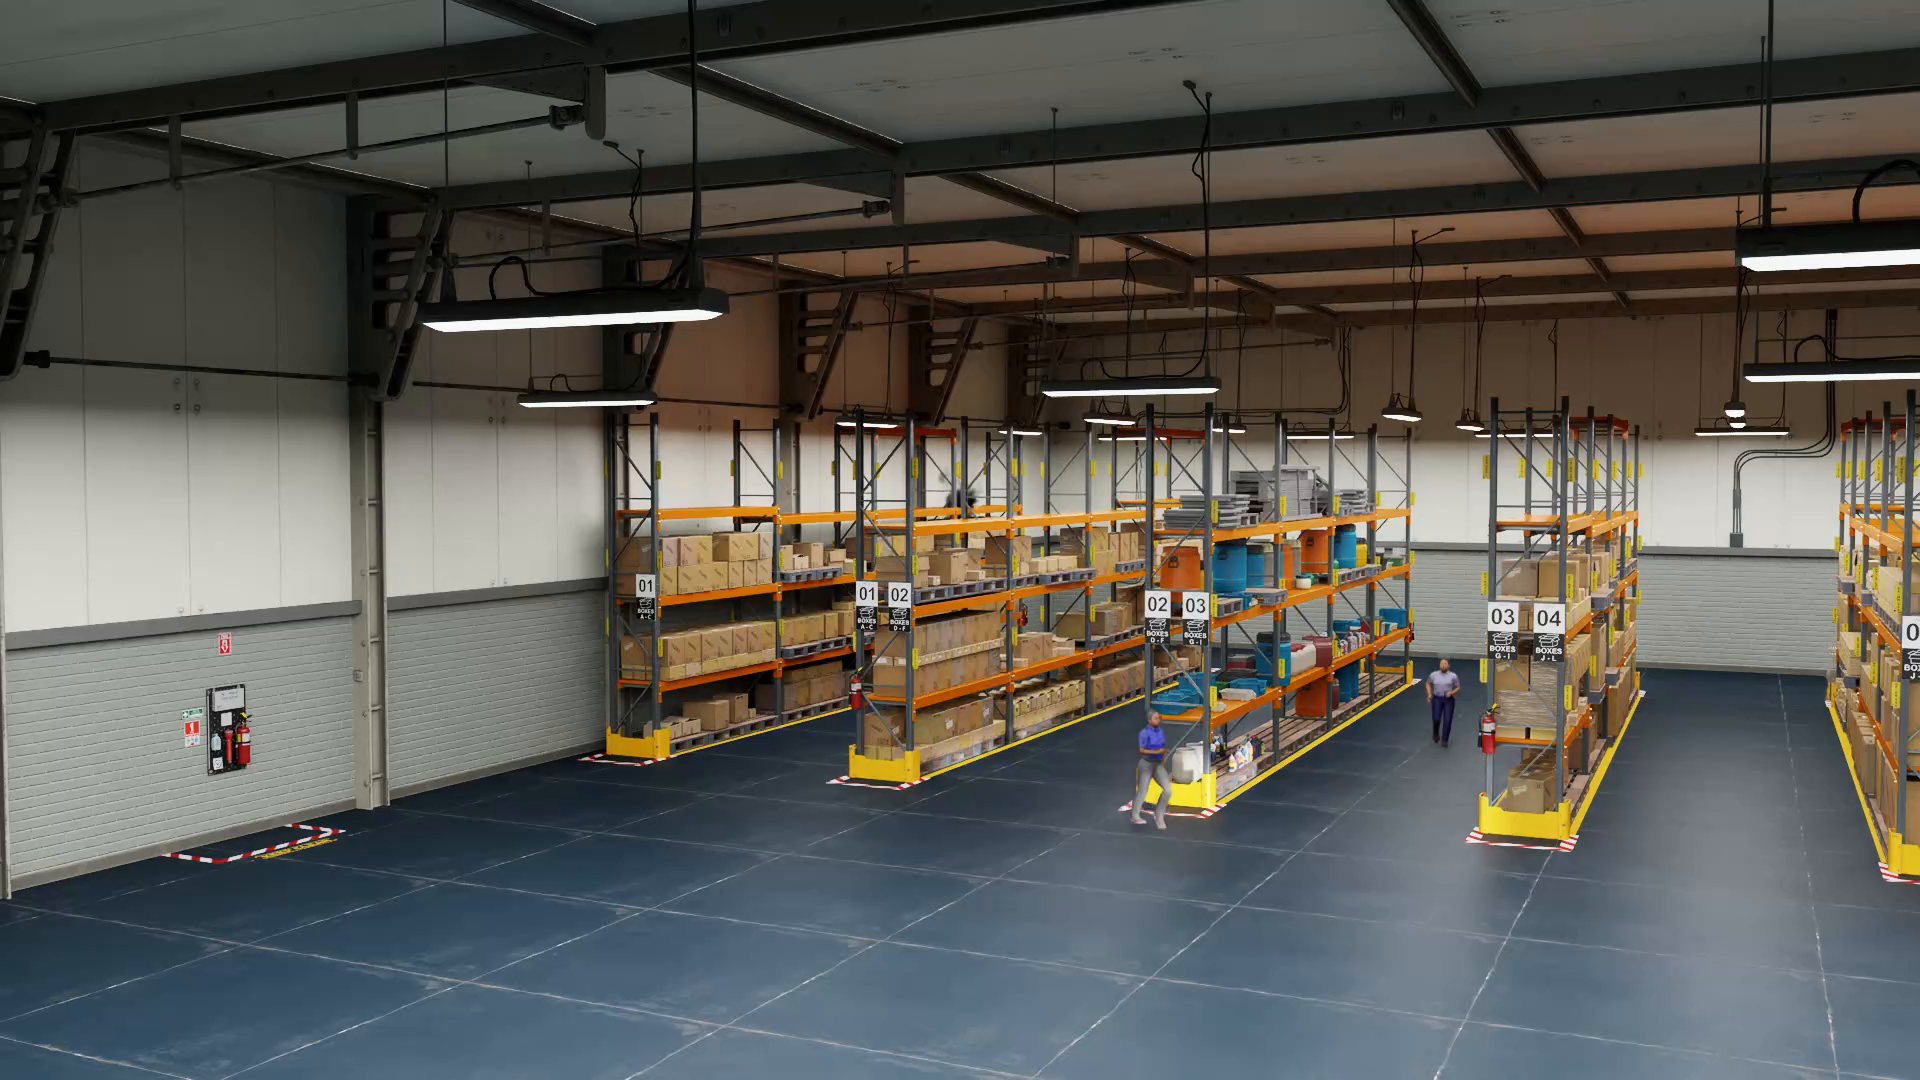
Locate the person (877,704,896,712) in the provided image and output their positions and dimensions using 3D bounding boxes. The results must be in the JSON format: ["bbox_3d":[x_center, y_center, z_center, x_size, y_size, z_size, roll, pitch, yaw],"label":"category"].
[{"bbox_3d":[-1.305,2.880,30.596,0.660,1.696,0.578,1,3,31],"label":"person"}]

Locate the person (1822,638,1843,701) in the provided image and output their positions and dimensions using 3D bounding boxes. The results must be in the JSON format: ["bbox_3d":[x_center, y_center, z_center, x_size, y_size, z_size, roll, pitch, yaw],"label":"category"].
[{"bbox_3d":[19.109,2.660,35.905,0.834,1.788,0.660,1,2,15],"label":"person"}]

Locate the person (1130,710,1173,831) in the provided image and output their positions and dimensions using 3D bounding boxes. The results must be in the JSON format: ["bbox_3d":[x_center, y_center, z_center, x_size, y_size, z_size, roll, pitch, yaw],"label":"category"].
[{"bbox_3d":[2.709,3.209,23.191,0.585,1.683,0.723,-1,3,-32],"label":"person"}]

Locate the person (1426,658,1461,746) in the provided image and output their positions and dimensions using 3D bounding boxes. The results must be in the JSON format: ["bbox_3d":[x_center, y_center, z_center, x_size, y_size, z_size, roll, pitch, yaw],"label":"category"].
[{"bbox_3d":[8.711,2.935,29.991,0.606,1.600,0.556,1,2,16],"label":"person"}]
